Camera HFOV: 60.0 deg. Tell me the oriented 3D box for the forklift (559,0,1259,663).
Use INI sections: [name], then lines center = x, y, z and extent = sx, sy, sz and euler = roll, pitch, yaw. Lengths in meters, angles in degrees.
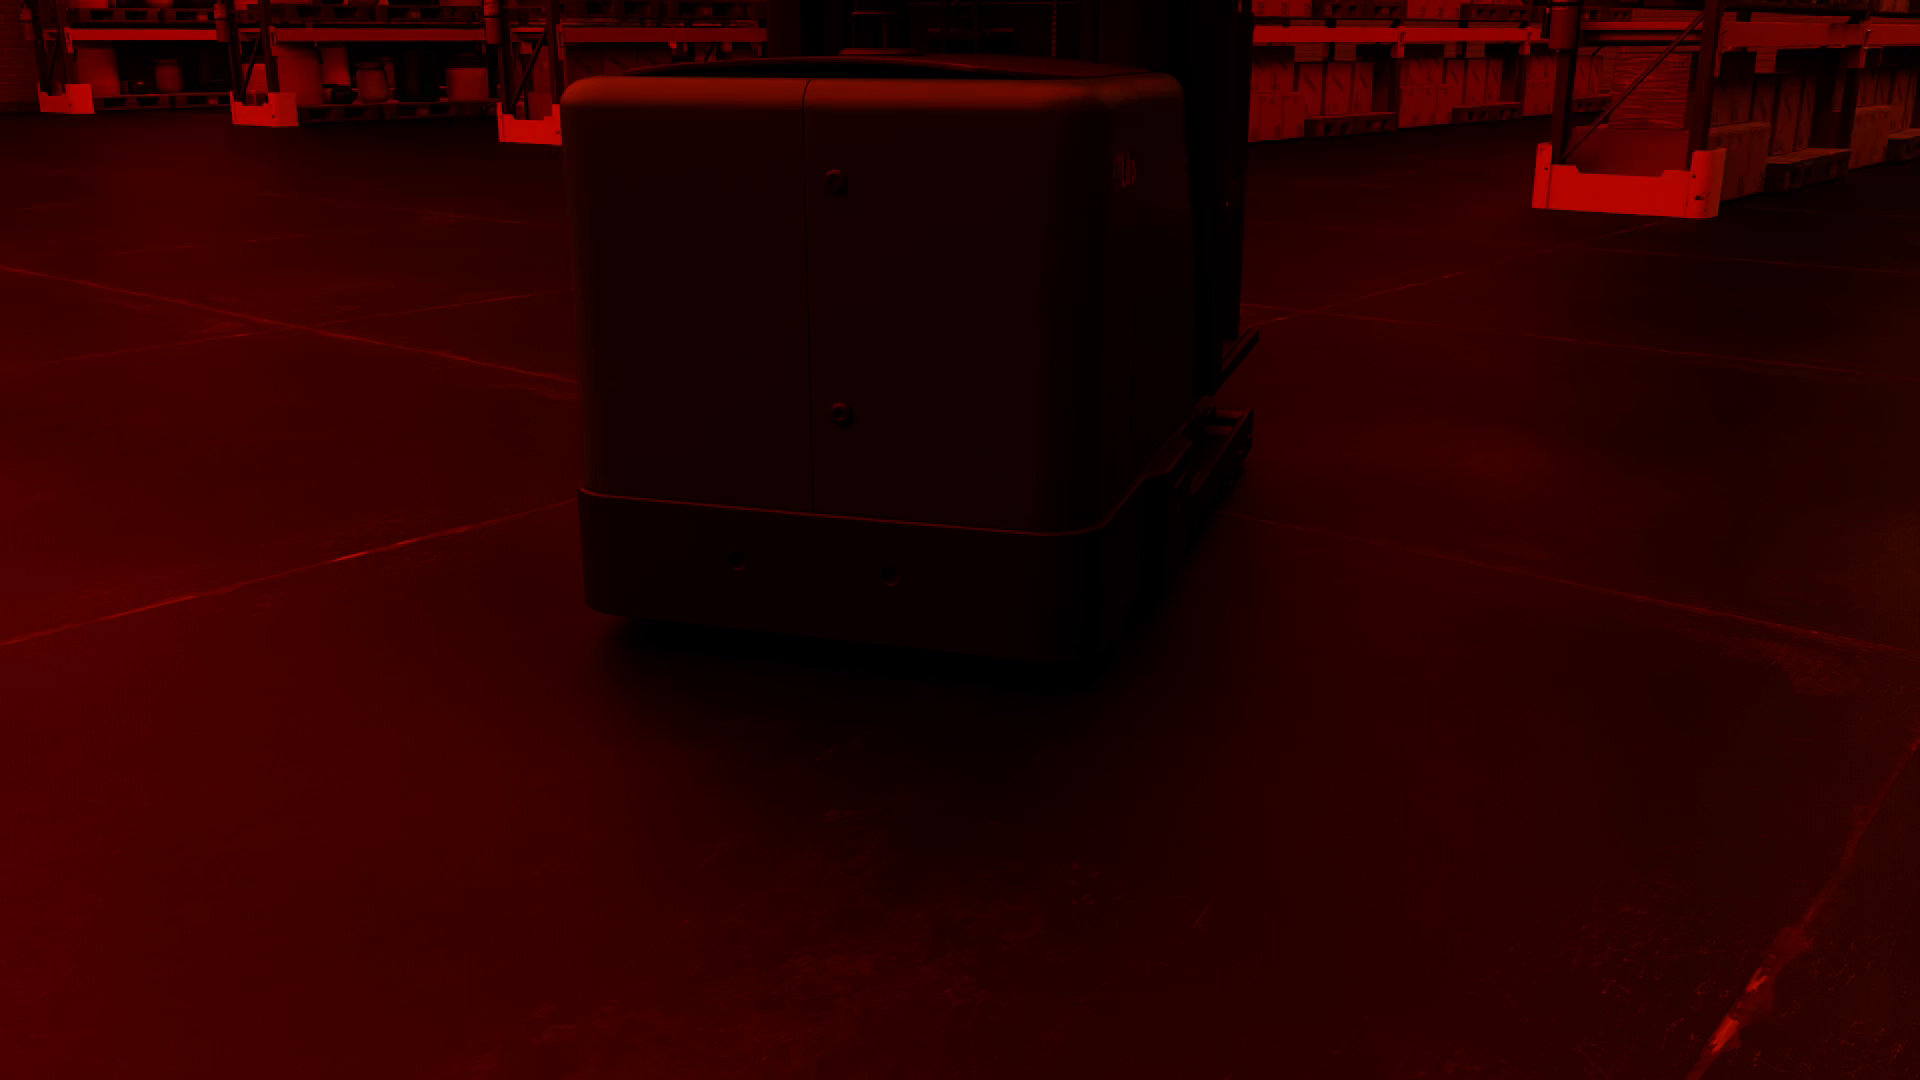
[forklift]
center = 0.182, -1.571, 4.072
extent = 1.130, 2.935, 3.031
euler = 5, 18, 17
